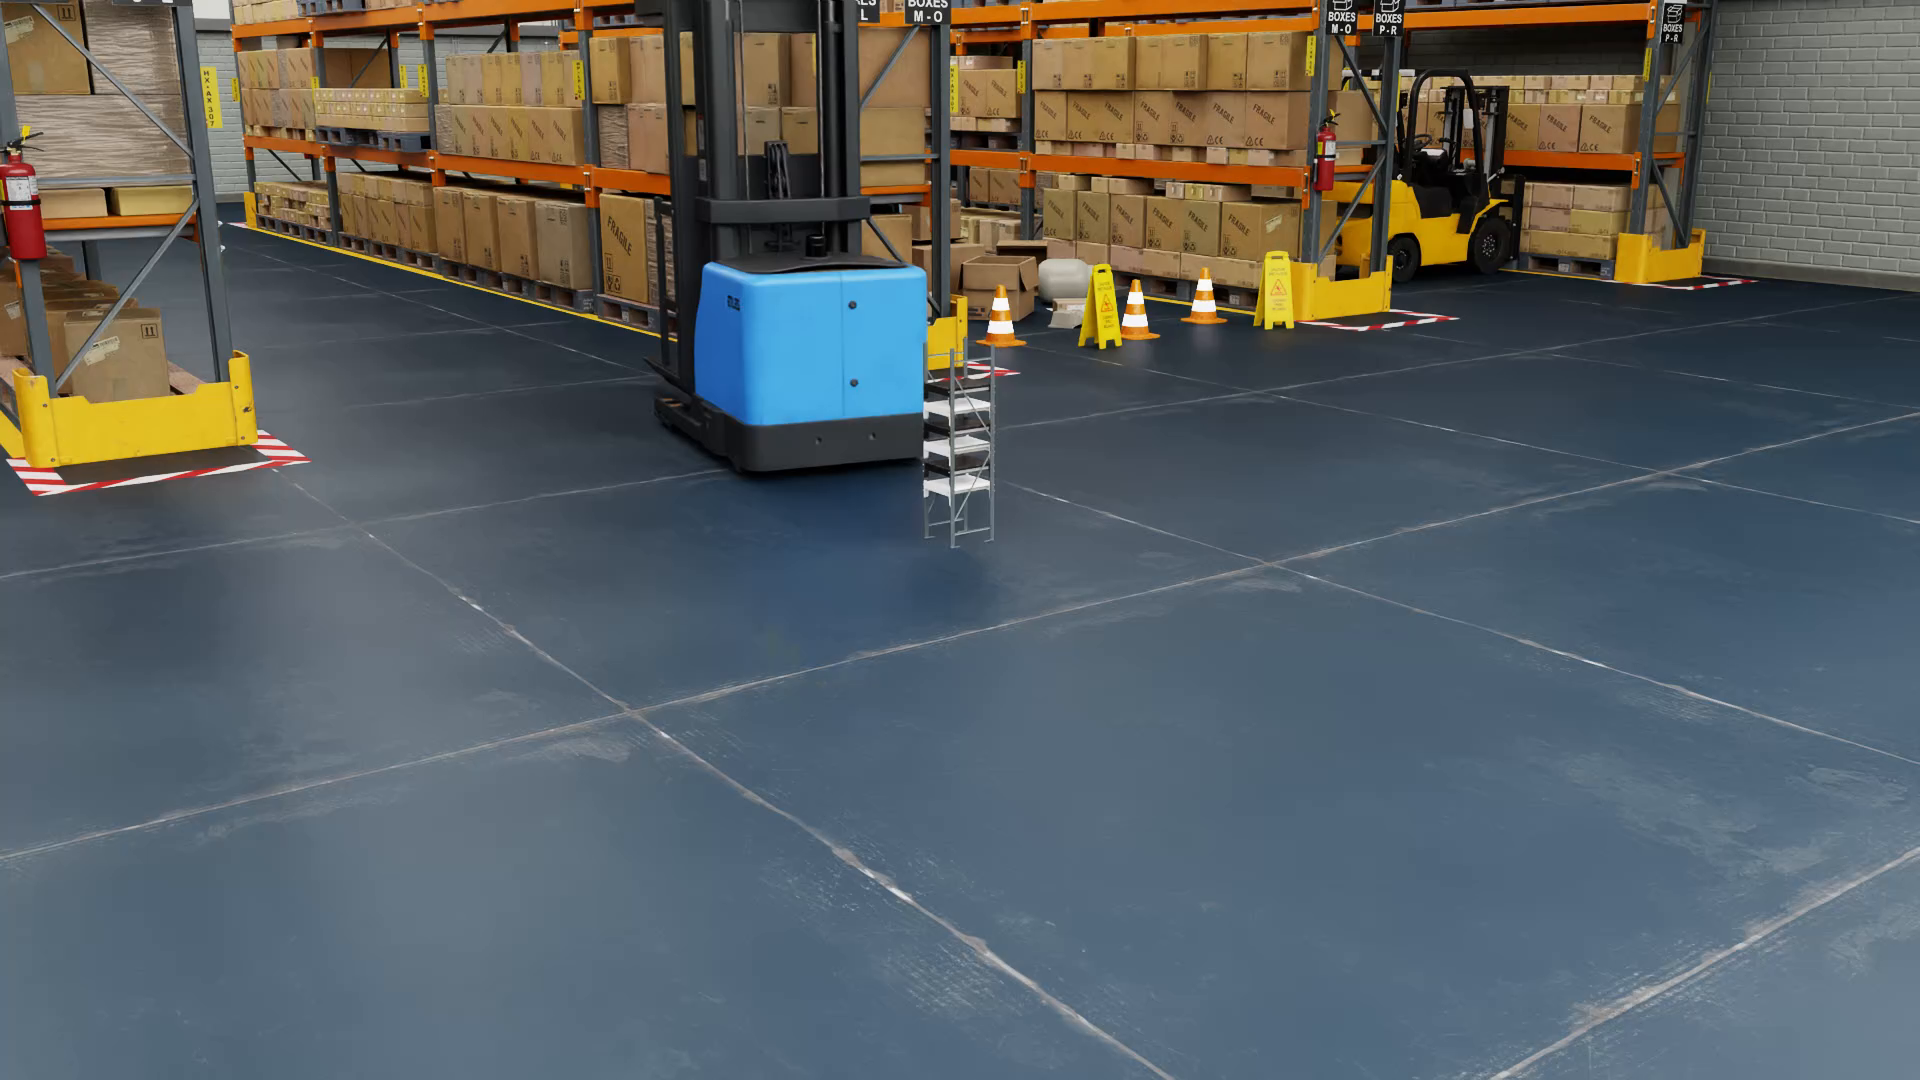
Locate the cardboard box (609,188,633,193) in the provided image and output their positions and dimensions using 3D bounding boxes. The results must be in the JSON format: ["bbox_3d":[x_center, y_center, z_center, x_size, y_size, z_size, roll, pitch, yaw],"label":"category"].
[{"bbox_3d":[-4.956,-5.541,26.196,0.875,0.438,0.875,-10,18,-33],"label":"cardboard box"}]

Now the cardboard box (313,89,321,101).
[{"bbox_3d":[-7.703,-5.462,20.405,0.380,0.149,0.250,-10,18,-32],"label":"cardboard box"}]

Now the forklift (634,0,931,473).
[{"bbox_3d":[-1.218,-2.110,9.733,1.130,2.935,3.031,-7,17,-23],"label":"forklift"}]

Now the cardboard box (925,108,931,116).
[{"bbox_3d":[-0.271,-5.117,19.041,0.500,0.500,0.500,-12,19,-37],"label":"cardboard box"}]

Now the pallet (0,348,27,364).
[{"bbox_3d":[-6.507,-1.310,11.962,1.003,0.211,1.213,-11,19,-35],"label":"pallet"}]

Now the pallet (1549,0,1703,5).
[{"bbox_3d":[7.056,-5.807,17.598,1.003,0.211,1.213,-11,19,-35],"label":"pallet"}]

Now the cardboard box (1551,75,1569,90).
[{"bbox_3d":[6.637,-4.961,18.037,0.380,0.149,0.250,-11,19,-34],"label":"cardboard box"}]

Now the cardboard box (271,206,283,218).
[{"bbox_3d":[-9.432,-4.603,23.316,0.380,0.149,0.250,-11,19,-34],"label":"cardboard box"}]

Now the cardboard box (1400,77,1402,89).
[{"bbox_3d":[5.287,-5.454,19.838,0.380,0.149,0.250,-11,19,-34],"label":"cardboard box"}]

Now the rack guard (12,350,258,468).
[{"bbox_3d":[-4.623,-0.749,9.367,1.175,0.500,0.348,-11,19,-35],"label":"rack guard"}]

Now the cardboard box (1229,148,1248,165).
[{"bbox_3d":[2.672,-3.497,15.148,0.380,0.149,0.250,-11,19,-35],"label":"cardboard box"}]

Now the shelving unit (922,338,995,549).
[{"bbox_3d":[-0.005,-0.436,7.464,0.258,0.900,0.210,-11,19,-35],"label":"shelving unit"}]

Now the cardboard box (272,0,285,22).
[{"bbox_3d":[-8.653,-6.904,21.719,0.500,0.250,0.500,-11,19,-35],"label":"cardboard box"}]

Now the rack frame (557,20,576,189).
[{"bbox_3d":[-5.970,-6.894,27.081,1.000,3.000,0.127,-11,19,-35],"label":"rack frame"}]

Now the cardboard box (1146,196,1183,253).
[{"bbox_3d":[2.155,-3.065,16.086,0.500,0.500,0.500,-11,19,-36],"label":"cardboard box"}]

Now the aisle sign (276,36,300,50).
[{"bbox_3d":[-9.715,-7.420,24.078,0.394,0.787,0.004,-11,19,-35],"label":"aisle sign"}]

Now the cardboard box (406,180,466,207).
[{"bbox_3d":[-5.825,-3.859,18.513,0.500,0.250,0.500,-11,19,-36],"label":"cardboard box"}]

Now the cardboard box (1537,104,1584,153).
[{"bbox_3d":[6.651,-4.473,18.047,0.500,0.500,0.500,-10,18,-33],"label":"cardboard box"}]

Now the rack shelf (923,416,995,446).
[{"bbox_3d":[-0.005,-0.490,7.449,0.258,0.077,0.200,-11,19,-35],"label":"rack shelf"}]

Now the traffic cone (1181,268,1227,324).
[{"bbox_3d":[2.141,-2.145,14.536,0.336,0.463,0.334,-11,19,-35],"label":"traffic cone"}]

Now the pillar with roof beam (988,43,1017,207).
[{"bbox_3d":[-2.768,-9.325,24.599,9.100,9.000,0.400,-11,19,-35],"label":"pillar with roof beam"}]

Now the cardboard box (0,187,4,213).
[{"bbox_3d":[-5.248,-1.945,9.477,0.380,0.149,0.250,-11,19,-35],"label":"cardboard box"}]

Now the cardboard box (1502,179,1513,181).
[{"bbox_3d":[6.026,-3.980,18.956,0.500,0.250,0.500,-11,19,-36],"label":"cardboard box"}]

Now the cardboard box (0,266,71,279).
[{"bbox_3d":[-6.728,-1.698,12.038,0.500,0.500,0.500,-12,19,-36],"label":"cardboard box"}]

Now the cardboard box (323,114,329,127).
[{"bbox_3d":[-7.535,-5.117,20.270,0.380,0.149,0.250,-11,18,-34],"label":"cardboard box"}]

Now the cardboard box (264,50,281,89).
[{"bbox_3d":[-8.973,-6.311,22.305,0.500,0.500,0.500,-12,19,-36],"label":"cardboard box"}]

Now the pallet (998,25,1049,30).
[{"bbox_3d":[1.334,-7.796,25.051,1.213,0.211,1.003,-11,19,-35],"label":"pallet"}]

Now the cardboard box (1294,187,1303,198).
[{"bbox_3d":[4.783,-4.269,21.195,0.875,0.625,0.625,-10,18,-32],"label":"cardboard box"}]

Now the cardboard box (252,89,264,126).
[{"bbox_3d":[-9.539,-6.046,23.232,0.500,0.500,0.500,-11,19,-34],"label":"cardboard box"}]

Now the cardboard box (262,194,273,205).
[{"bbox_3d":[-9.699,-4.856,23.676,0.380,0.149,0.250,-11,19,-35],"label":"cardboard box"}]

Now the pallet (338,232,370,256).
[{"bbox_3d":[-7.104,-3.738,20.835,1.003,0.211,1.213,-11,19,-35],"label":"pallet"}]

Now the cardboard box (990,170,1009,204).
[{"bbox_3d":[0.818,-5.557,26.137,0.500,0.500,0.500,-11,19,-35],"label":"cardboard box"}]

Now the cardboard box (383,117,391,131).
[{"bbox_3d":[-6.169,-4.619,18.450,0.380,0.149,0.250,-10,18,-34],"label":"cardboard box"}]

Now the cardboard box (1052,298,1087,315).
[{"bbox_3d":[1.033,-2.068,14.850,0.380,0.149,0.250,-2,15,-6],"label":"cardboard box"}]

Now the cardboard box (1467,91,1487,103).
[{"bbox_3d":[5.966,-5.021,18.822,0.380,0.149,0.250,-11,19,-36],"label":"cardboard box"}]

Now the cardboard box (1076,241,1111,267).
[{"bbox_3d":[1.537,-2.927,17.002,0.500,0.250,0.500,-10,18,-31],"label":"cardboard box"}]

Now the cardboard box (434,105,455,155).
[{"bbox_3d":[-5.165,-4.306,17.436,0.500,0.500,0.500,-11,19,-34],"label":"cardboard box"}]

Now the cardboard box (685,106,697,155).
[{"bbox_3d":[-1.676,-3.191,13.270,0.875,0.550,0.500,-11,19,-35],"label":"cardboard box"}]

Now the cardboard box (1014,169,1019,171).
[{"bbox_3d":[1.065,-5.787,25.748,0.380,0.149,0.250,-11,19,-35],"label":"cardboard box"}]

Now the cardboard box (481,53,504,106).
[{"bbox_3d":[-4.353,-4.611,16.659,0.700,0.500,0.500,-11,19,-35],"label":"cardboard box"}]

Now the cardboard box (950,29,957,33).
[{"bbox_3d":[-0.056,-8.167,26.528,0.380,0.149,0.250,-11,19,-35],"label":"cardboard box"}]

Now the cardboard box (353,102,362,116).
[{"bbox_3d":[-6.782,-4.985,19.225,0.380,0.149,0.250,-11,19,-36],"label":"cardboard box"}]

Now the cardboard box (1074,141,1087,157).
[{"bbox_3d":[1.383,-3.995,16.966,0.380,0.149,0.250,-11,19,-35],"label":"cardboard box"}]

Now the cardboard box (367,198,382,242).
[{"bbox_3d":[-6.711,-3.825,19.809,0.500,0.500,0.500,-10,18,-34],"label":"cardboard box"}]

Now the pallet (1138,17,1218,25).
[{"bbox_3d":[3.218,-7.181,22.807,1.213,0.211,1.003,-10,18,-32],"label":"pallet"}]

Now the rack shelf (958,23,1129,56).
[{"bbox_3d":[1.571,-7.483,24.916,1.077,0.370,4.000,-11,19,-35],"label":"rack shelf"}]

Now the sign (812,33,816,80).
[{"bbox_3d":[-0.954,-3.278,11.231,0.100,0.325,0.005,-11,19,-35],"label":"sign"}]

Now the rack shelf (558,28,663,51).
[{"bbox_3d":[-4.794,-7.566,25.219,1.077,0.370,4.000,-11,19,-35],"label":"rack shelf"}]

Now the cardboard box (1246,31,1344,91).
[{"bbox_3d":[2.961,-4.226,14.688,0.700,0.500,0.500,-11,19,-36],"label":"cardboard box"}]

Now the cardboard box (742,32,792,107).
[{"bbox_3d":[-1.092,-3.469,12.237,0.875,0.550,0.550,-11,19,-35],"label":"cardboard box"}]

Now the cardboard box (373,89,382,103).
[{"bbox_3d":[-6.330,-4.963,18.582,0.380,0.149,0.250,-10,18,-33],"label":"cardboard box"}]

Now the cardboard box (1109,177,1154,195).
[{"bbox_3d":[1.703,-3.512,16.488,0.380,0.149,0.250,-10,18,-31],"label":"cardboard box"}]

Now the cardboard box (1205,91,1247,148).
[{"bbox_3d":[2.605,-3.849,15.206,0.500,0.500,0.500,-11,19,-34],"label":"cardboard box"}]

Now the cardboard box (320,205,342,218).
[{"bbox_3d":[-8.005,-4.238,21.421,0.380,0.149,0.250,-10,18,-33],"label":"cardboard box"}]

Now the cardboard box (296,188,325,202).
[{"bbox_3d":[-8.640,-4.611,22.219,0.380,0.149,0.250,-12,19,-37],"label":"cardboard box"}]

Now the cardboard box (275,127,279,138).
[{"bbox_3d":[-9.166,-5.596,22.815,0.380,0.149,0.250,-11,19,-36],"label":"cardboard box"}]

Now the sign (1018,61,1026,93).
[{"bbox_3d":[0.639,-4.803,17.248,0.100,0.325,0.005,-11,19,-35],"label":"sign"}]
